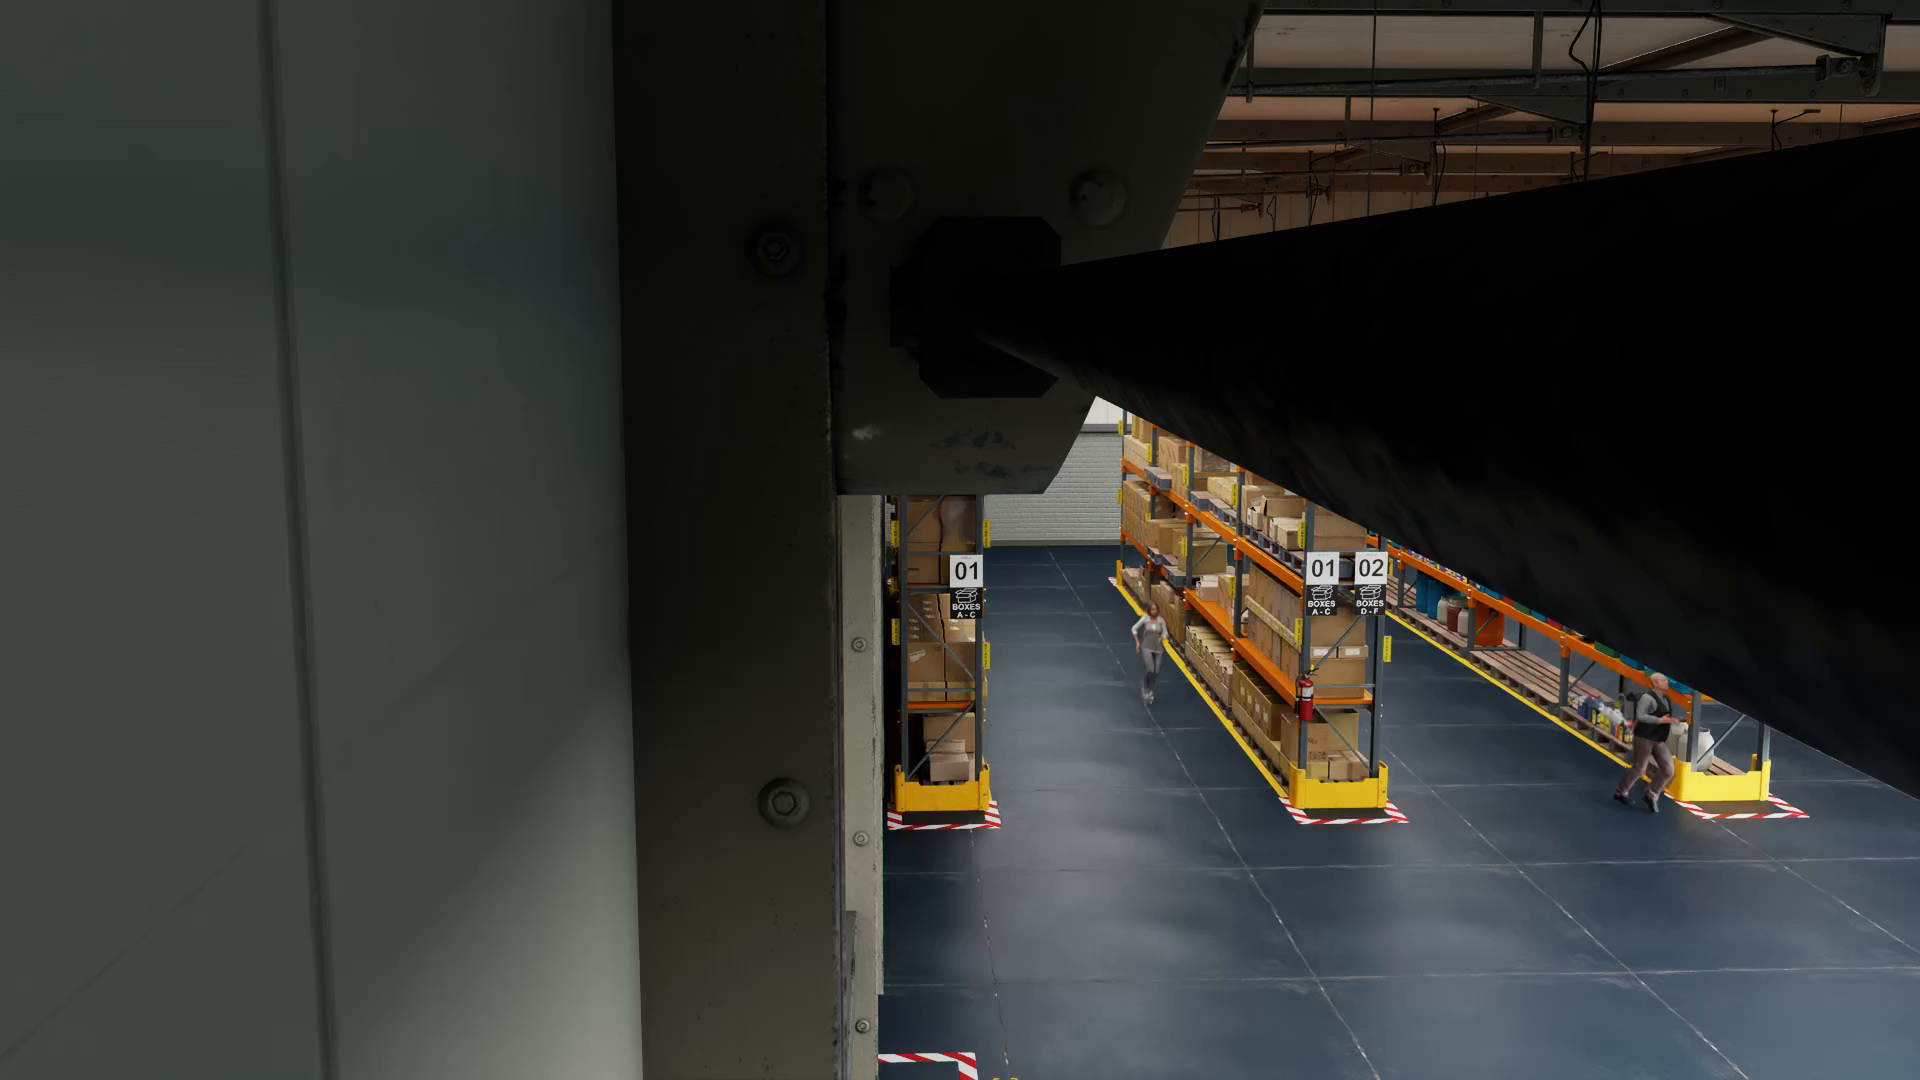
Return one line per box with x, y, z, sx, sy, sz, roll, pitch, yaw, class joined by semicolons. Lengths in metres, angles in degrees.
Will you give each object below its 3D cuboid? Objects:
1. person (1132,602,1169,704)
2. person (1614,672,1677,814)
2.971;1.750;25.781;0.505;1.597;0.667;-2;9;-11;person
8.529;2.498;20.475;0.657;1.772;0.731;-5;10;-32;person
